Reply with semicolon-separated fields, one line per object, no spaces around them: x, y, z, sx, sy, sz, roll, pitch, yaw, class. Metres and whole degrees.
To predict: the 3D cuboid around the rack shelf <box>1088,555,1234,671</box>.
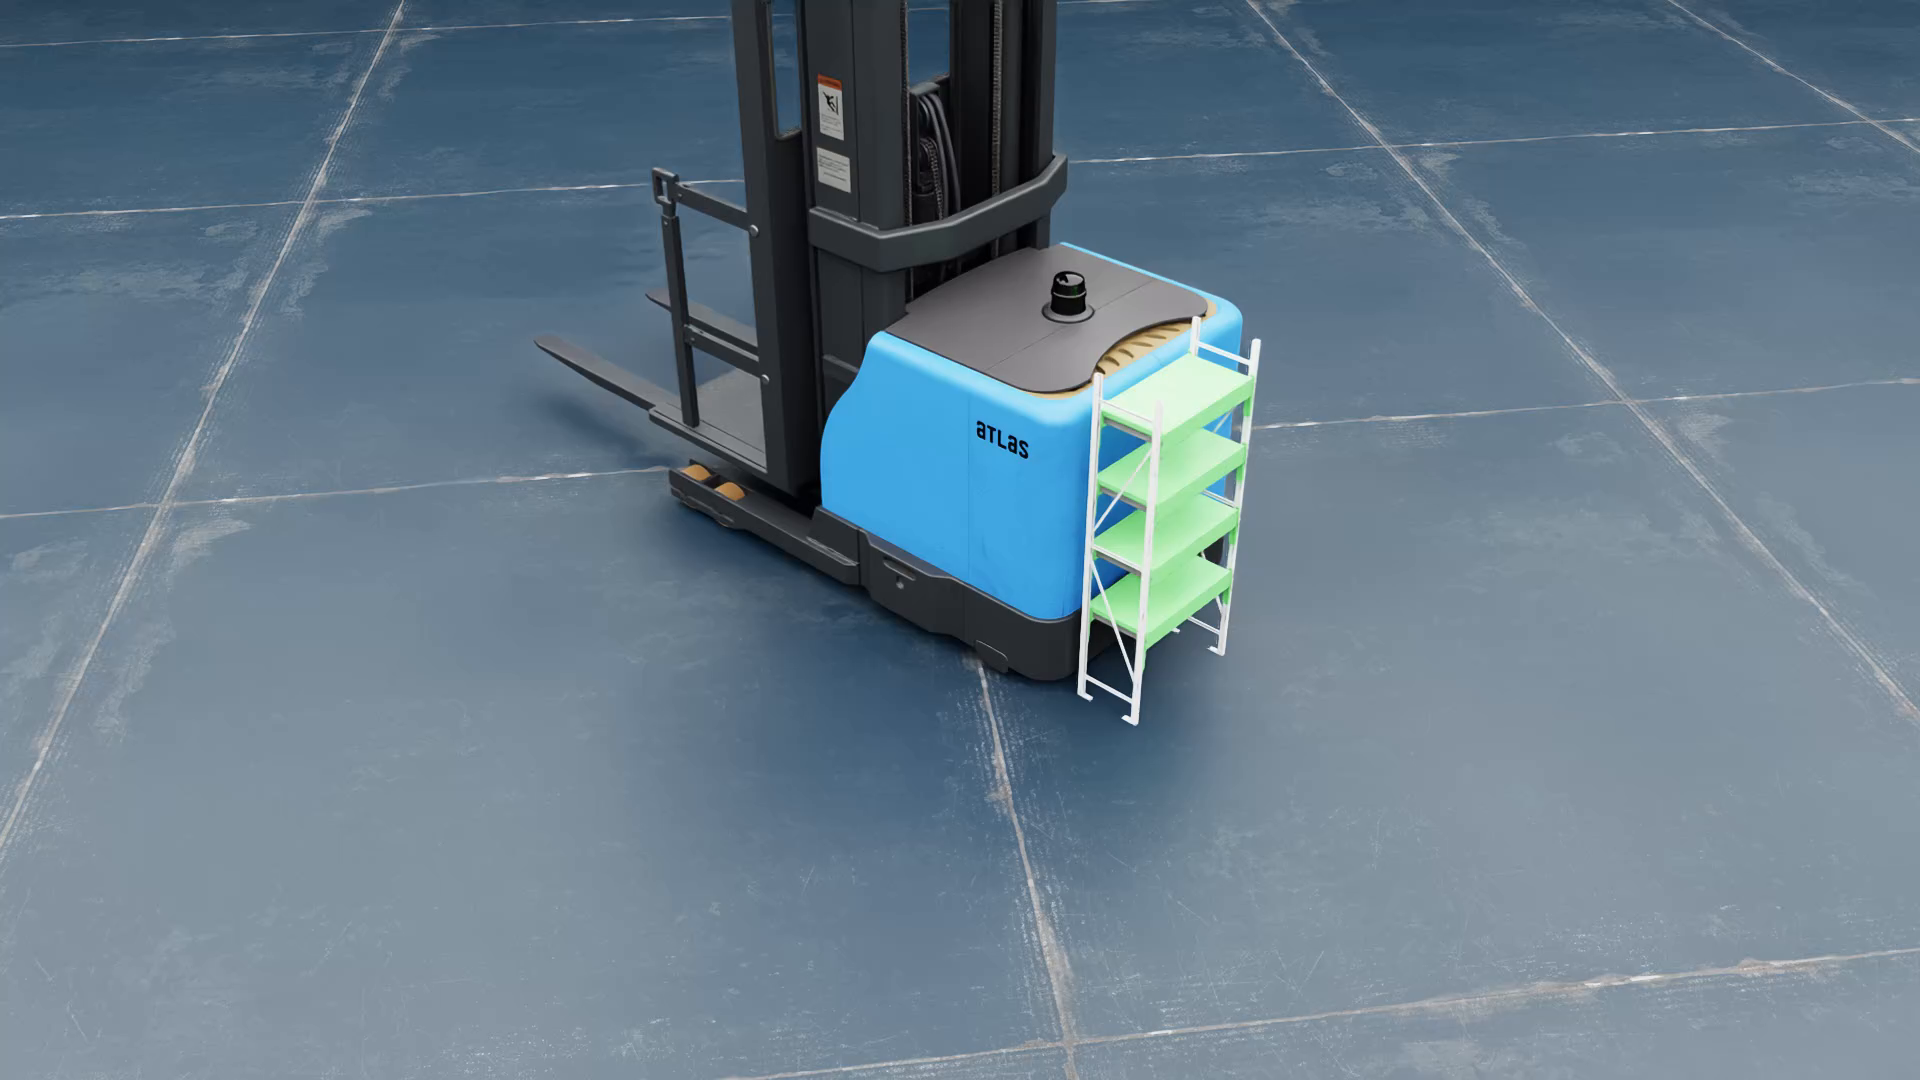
0.646;0.206;5.422;0.258;0.148;0.480;27;43;34;rack shelf

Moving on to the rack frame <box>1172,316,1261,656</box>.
0.810;-0.147;5.401;0.240;1.200;0.015;27;43;34;rack frame

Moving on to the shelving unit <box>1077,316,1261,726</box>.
0.647;-0.045;5.251;0.258;1.200;0.503;27;43;34;shelving unit

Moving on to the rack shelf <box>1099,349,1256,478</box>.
0.647;-0.389;5.016;0.258;0.148;0.480;27;43;34;rack shelf

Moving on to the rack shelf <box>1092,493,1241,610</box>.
0.647;0.007;5.287;0.258;0.148;0.480;27;43;34;rack shelf

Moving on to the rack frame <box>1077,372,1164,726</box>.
0.483;0.057;5.101;0.240;1.200;0.015;27;43;34;rack frame

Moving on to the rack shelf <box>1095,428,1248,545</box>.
0.647;-0.191;5.151;0.258;0.148;0.480;27;43;34;rack shelf

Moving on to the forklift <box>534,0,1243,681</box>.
-0.480;-1.455;5.783;3.031;2.935;1.130;27;43;34;forklift
